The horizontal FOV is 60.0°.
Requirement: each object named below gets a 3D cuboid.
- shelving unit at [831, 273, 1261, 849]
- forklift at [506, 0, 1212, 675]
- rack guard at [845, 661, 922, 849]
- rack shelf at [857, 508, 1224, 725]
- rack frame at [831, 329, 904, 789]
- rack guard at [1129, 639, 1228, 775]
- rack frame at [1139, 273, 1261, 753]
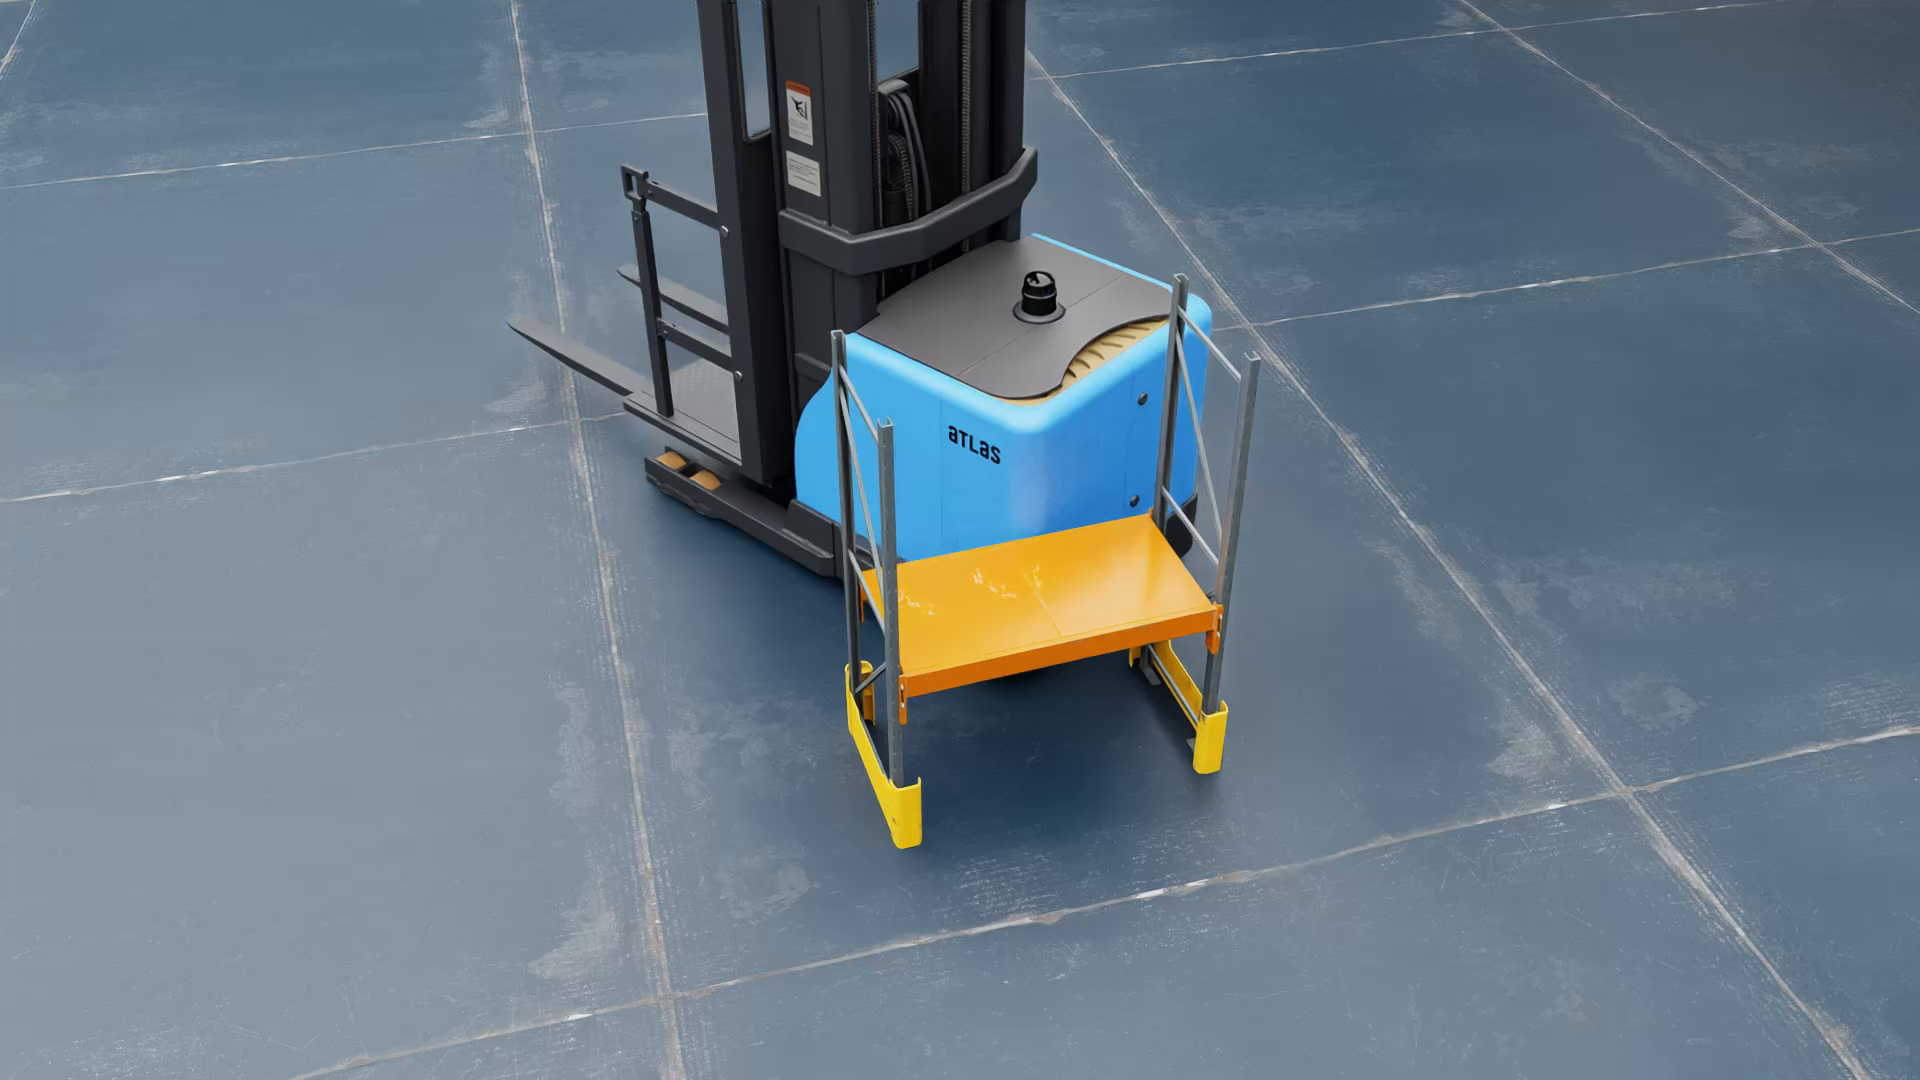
[{"bbox_3d":[0.232,0.070,4.925,1.083,1.500,0.587,-11,39,-14],"label":"shelving unit"},{"bbox_3d":[-0.586,-1.475,5.766,3.031,2.935,1.130,28,45,31],"label":"forklift"},{"bbox_3d":[-0.241,0.661,5.180,0.087,0.250,0.587,-11,39,-14],"label":"rack guard"},{"bbox_3d":[0.223,0.214,5.032,1.000,0.185,0.538,-11,39,-14],"label":"rack shelf"},{"bbox_3d":[-0.259,0.168,4.796,0.032,1.500,0.500,-11,39,-14],"label":"rack frame"},{"bbox_3d":[0.705,0.471,5.429,0.087,0.250,0.587,-11,39,-14],"label":"rack guard"},{"bbox_3d":[0.706,-0.026,5.049,0.032,1.500,0.500,-11,39,-14],"label":"rack frame"}]
